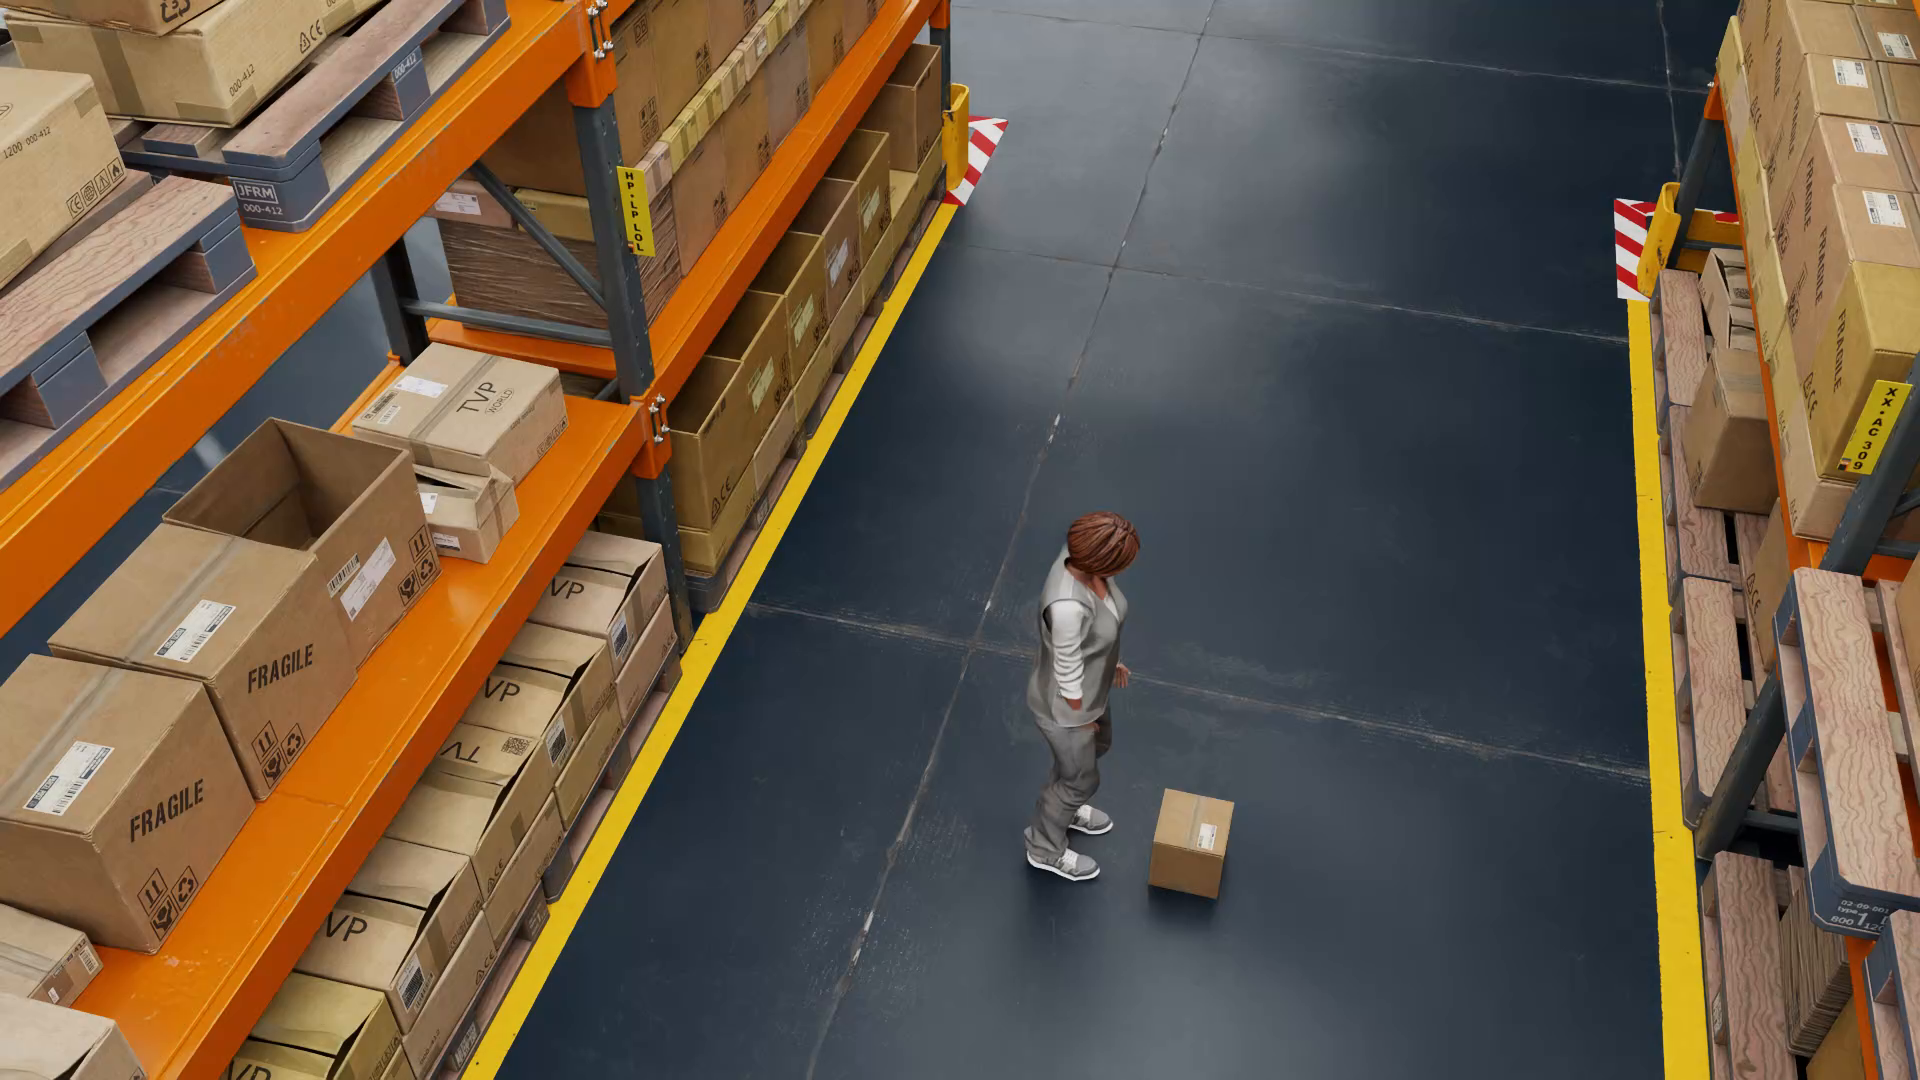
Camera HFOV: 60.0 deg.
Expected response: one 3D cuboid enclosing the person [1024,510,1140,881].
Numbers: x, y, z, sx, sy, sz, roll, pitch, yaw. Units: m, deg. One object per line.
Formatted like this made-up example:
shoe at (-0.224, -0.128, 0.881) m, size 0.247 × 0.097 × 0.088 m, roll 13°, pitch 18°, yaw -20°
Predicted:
person at (0.395, 0.513, 5.619) m, size 0.328 × 1.567 × 0.415 m, roll 11°, pitch 43°, yaw 12°
